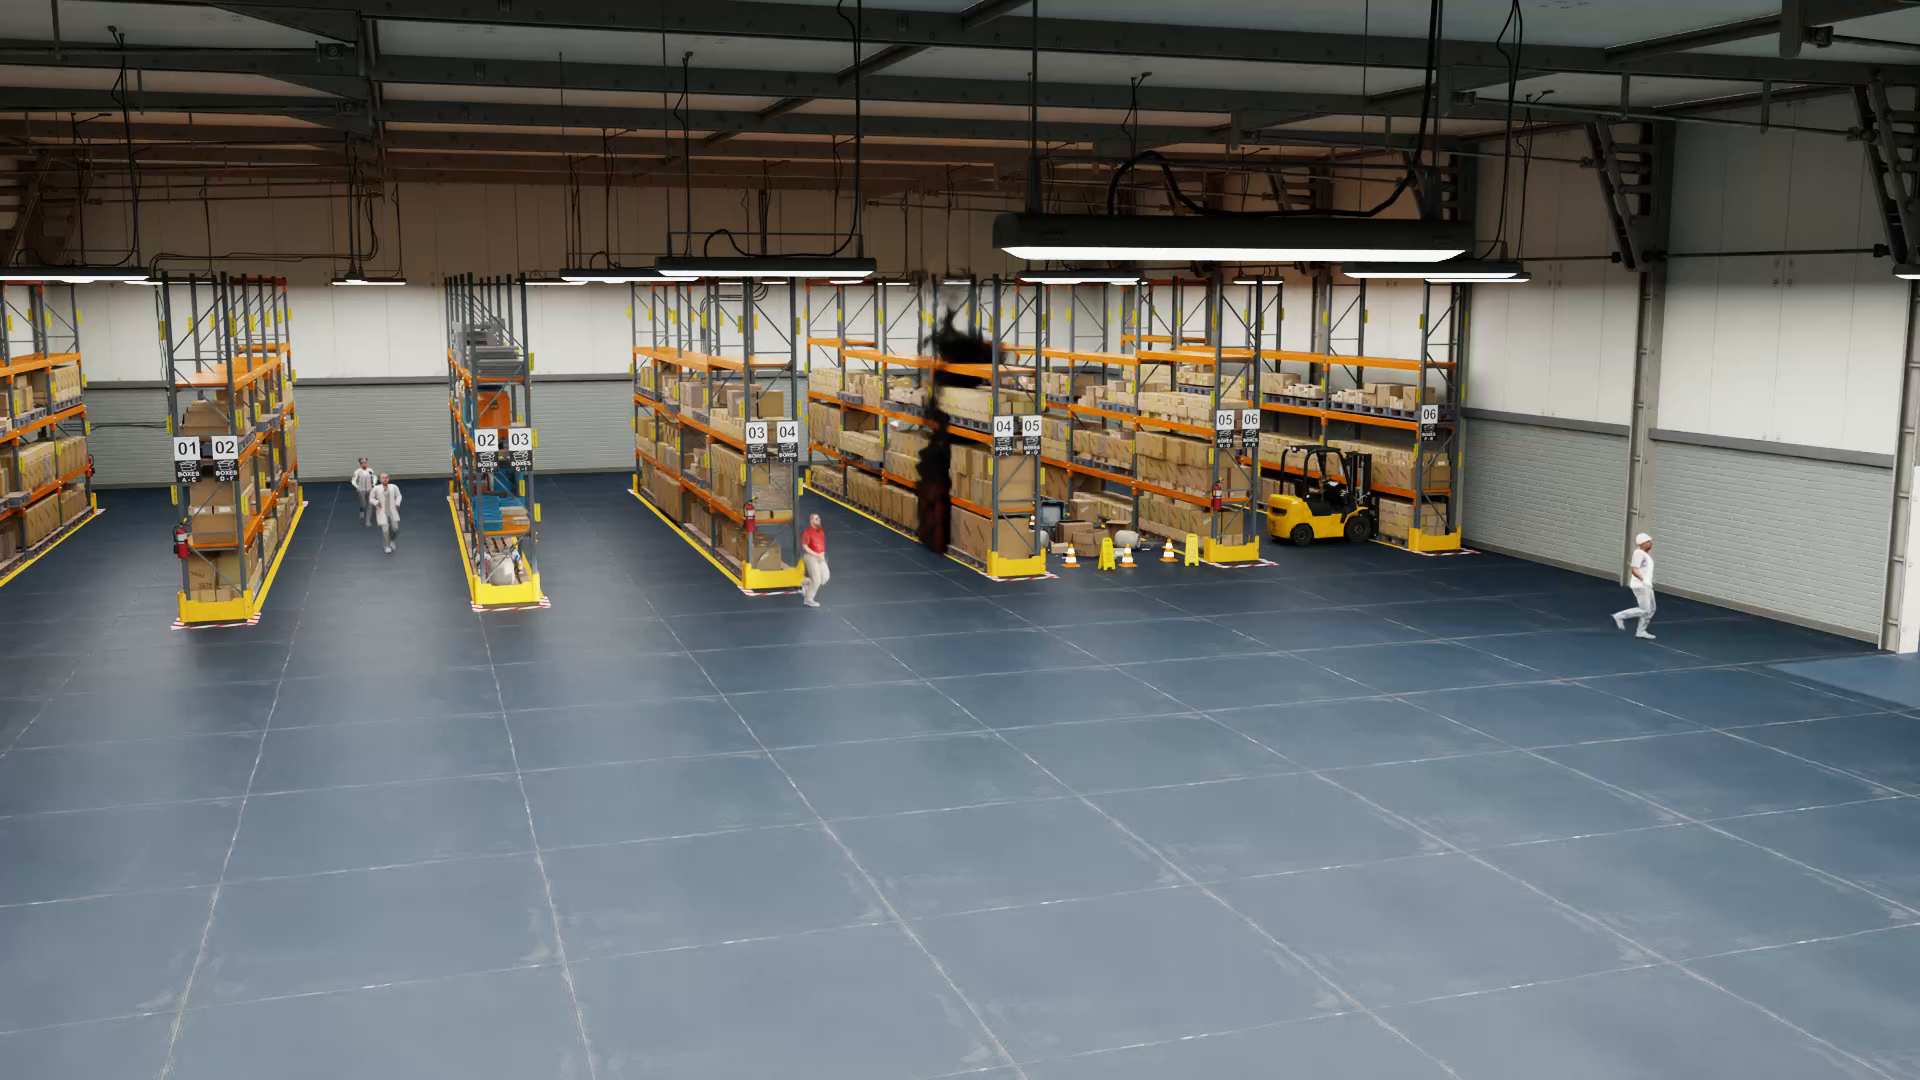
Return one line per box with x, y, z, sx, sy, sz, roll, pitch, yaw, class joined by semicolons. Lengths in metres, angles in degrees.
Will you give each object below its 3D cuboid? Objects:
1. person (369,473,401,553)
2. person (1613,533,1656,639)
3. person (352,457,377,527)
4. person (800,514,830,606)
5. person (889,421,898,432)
-12.446;-0.582;36.138;0.702;1.730;0.649;-5;10;-29;person
11.167;0.748;27.427;0.665;1.737;0.673;5;10;29;person
-14.489;-1.189;40.531;0.617;1.677;0.747;-5;10;-30;person
-2.647;0.350;30.241;0.663;1.682;0.684;5;10;29;person
-1.922;-2.739;50.488;0.647;1.752;0.663;-3;9;-19;person
